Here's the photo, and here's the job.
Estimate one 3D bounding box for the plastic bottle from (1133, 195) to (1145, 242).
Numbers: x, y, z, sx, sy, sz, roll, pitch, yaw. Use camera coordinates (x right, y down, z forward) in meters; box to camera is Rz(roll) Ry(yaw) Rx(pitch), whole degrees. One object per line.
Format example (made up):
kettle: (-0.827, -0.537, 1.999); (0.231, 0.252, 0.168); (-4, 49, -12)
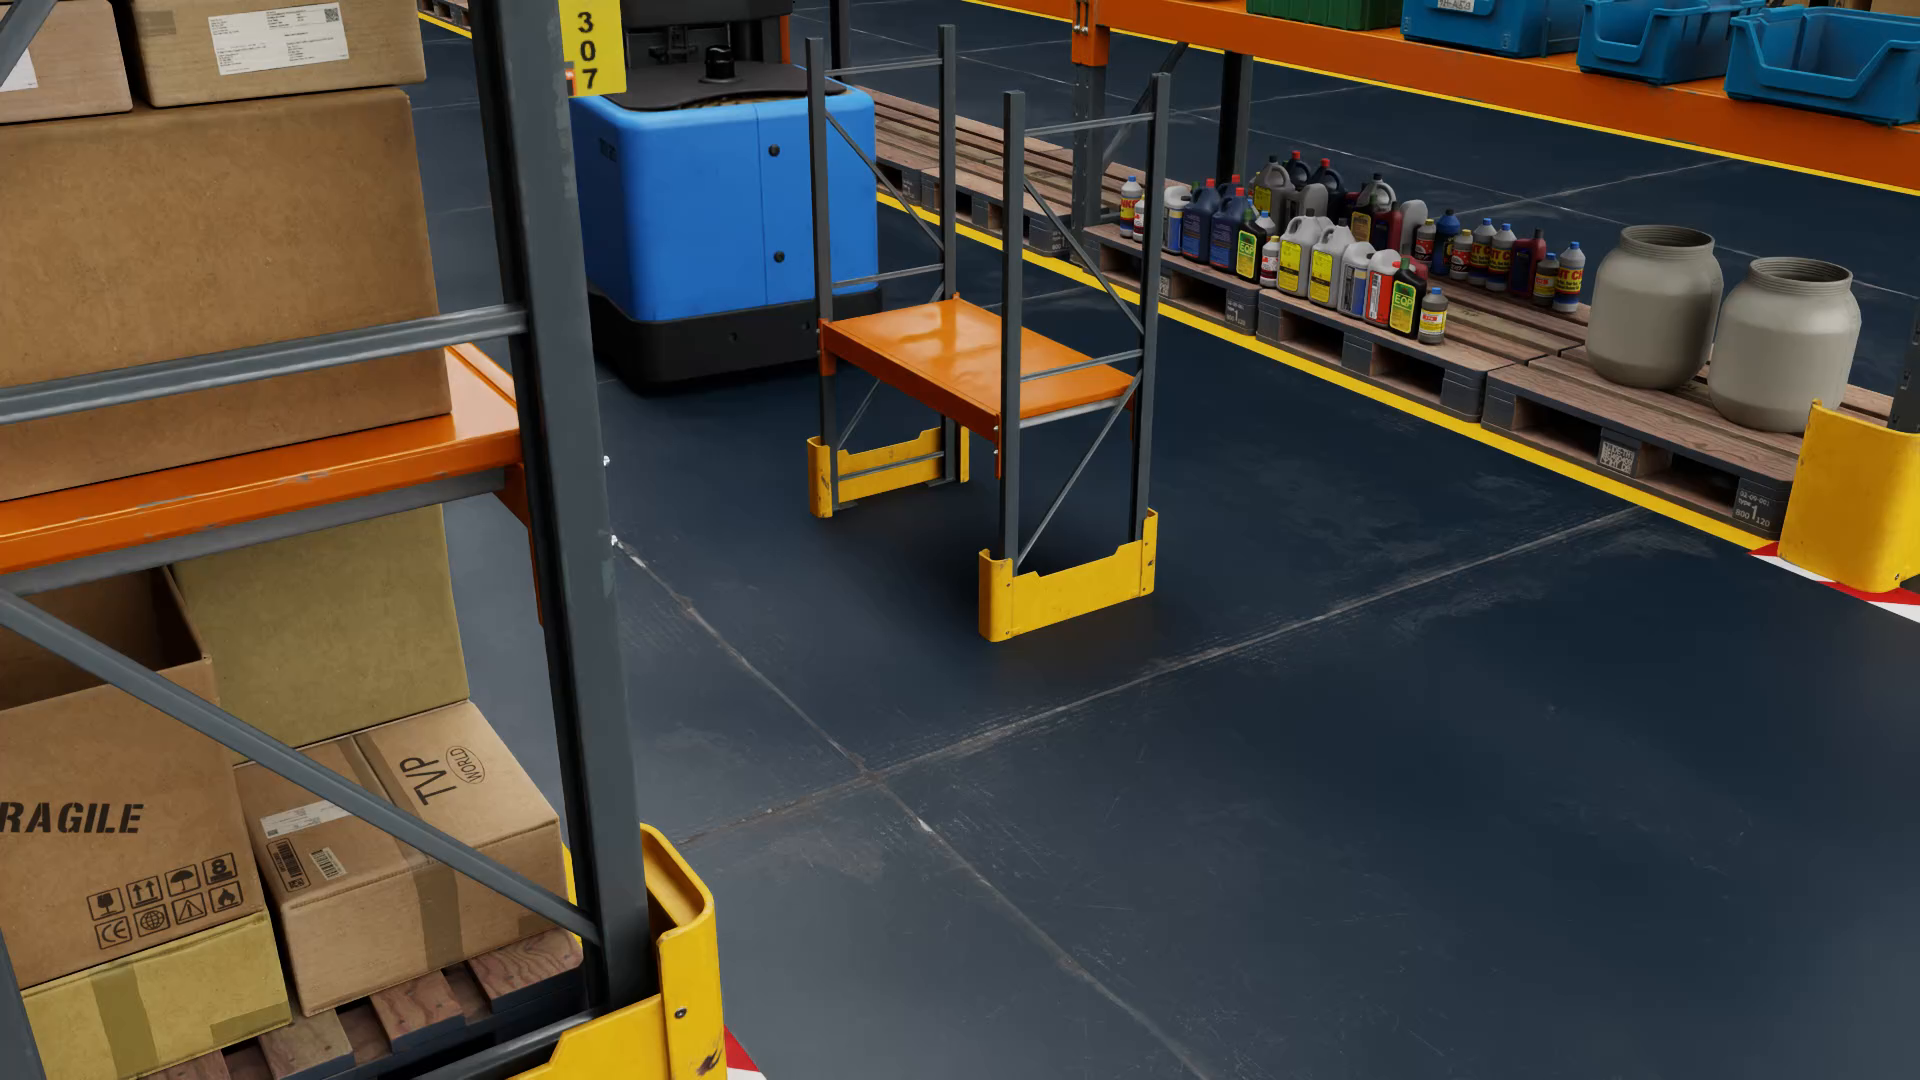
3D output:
plastic bottle: (0.847, -1.482, 7.638); (0.097, 0.201, 0.097); (0, 25, 0)

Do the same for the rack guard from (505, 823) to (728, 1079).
rack guard: (-0.970, 0.922, 2.712); (1.175, 0.500, 0.348); (-16, 29, -30)

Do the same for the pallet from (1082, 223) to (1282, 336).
pallet: (1.317, -1.290, 7.735); (1.003, 0.211, 1.213); (-16, 29, -30)

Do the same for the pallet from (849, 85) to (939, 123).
pallet: (-0.808, -2.684, 10.689); (1.003, 0.211, 1.213); (-16, 29, -30)

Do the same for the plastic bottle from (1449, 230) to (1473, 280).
plastic bottle: (2.144, -1.219, 7.080); (0.097, 0.201, 0.097); (0, 25, 0)

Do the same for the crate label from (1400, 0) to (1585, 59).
crate label: (1.937, -1.981, 5.892); (0.502, 0.435, 0.616); (-16, 29, -30)

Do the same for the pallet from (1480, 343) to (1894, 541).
pallet: (2.649, -0.417, 5.886); (1.003, 0.211, 1.213); (-16, 29, -30)

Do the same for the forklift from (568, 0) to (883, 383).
forklift: (-1.430, -2.522, 7.159); (1.130, 2.935, 3.031); (-12, 28, -24)

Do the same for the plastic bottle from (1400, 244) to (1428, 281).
plastic bottle: (1.773, -1.017, 6.557); (0.061, 0.283, 0.133); (-16, 29, -30)

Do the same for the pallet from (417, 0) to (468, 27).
pallet: (-4.486, -5.092, 15.789); (1.003, 0.211, 1.213); (-16, 29, -30)

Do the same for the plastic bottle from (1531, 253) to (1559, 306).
plastic bottle: (2.384, -1.062, 6.748); (0.097, 0.201, 0.097); (0, 25, 0)

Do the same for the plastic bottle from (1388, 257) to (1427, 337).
plastic bottle: (1.720, -0.933, 6.379); (0.061, 0.283, 0.133); (-15, 29, -28)

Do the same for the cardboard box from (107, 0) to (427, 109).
cardboard box: (-1.017, -0.746, 2.440); (0.380, 0.149, 0.250); (-16, 30, -30)

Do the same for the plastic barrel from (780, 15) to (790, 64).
plastic barrel: (-1.480, -3.611, 11.436); (0.600, 0.830, 0.708); (-16, 29, -30)

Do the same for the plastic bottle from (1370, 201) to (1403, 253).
plastic bottle: (1.856, -1.340, 7.241); (0.061, 0.283, 0.133); (-16, 29, -30)

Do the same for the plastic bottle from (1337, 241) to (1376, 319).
plastic bottle: (1.609, -1.038, 6.611); (0.152, 0.276, 0.135); (-16, 30, -31)

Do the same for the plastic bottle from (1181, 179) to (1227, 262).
plastic bottle: (1.078, -1.416, 7.324); (0.144, 0.351, 0.185); (-15, 29, -28)

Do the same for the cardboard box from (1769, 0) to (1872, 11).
cardboard box: (7.899, -5.127, 14.741); (1.050, 0.750, 0.750); (-15, 29, -29)

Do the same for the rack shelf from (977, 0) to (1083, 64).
rack shelf: (-0.107, -3.191, 9.338); (1.077, 0.370, 4.000); (-16, 29, -30)

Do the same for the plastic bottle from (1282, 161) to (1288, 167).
plastic bottle: (1.524, -1.676, 7.953); (0.061, 0.283, 0.133); (-14, 29, -27)

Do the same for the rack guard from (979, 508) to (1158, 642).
rack guard: (0.313, 0.092, 4.762); (0.587, 0.250, 0.087); (-16, 29, -30)

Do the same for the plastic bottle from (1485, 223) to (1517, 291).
plastic bottle: (2.253, -1.179, 6.914); (0.097, 0.271, 0.097); (0, 25, 0)

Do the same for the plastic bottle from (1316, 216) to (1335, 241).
plastic bottle: (1.524, -1.207, 6.967); (0.152, 0.276, 0.135); (-16, 29, -30)

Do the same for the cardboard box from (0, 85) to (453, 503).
cardboard box: (-1.228, -0.432, 2.535); (0.700, 0.500, 0.500); (-16, 29, -30)

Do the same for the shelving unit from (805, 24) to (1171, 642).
shelving unit: (0.042, -0.651, 4.872); (0.587, 1.500, 1.083); (-16, 29, -30)

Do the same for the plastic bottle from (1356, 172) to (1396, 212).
plastic bottle: (1.859, -1.454, 7.405); (0.144, 0.351, 0.185); (-16, 29, -30)

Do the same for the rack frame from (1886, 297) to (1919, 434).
rack frame: (3.169, -1.370, 4.638); (1.000, 3.000, 0.127); (-16, 29, -30)

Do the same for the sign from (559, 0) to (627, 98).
sign: (-0.515, -0.772, 2.264); (0.100, 0.325, 0.005); (-16, 29, -30)

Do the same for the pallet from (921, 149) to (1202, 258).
pallet: (0.524, -1.812, 8.840); (1.003, 0.211, 1.213); (-16, 29, -30)

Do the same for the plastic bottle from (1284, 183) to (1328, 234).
plastic bottle: (1.573, -1.493, 7.573); (0.152, 0.276, 0.135); (-16, 29, -30)

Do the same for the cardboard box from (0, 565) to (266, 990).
cardboard box: (-1.525, 0.375, 2.793); (0.500, 0.500, 0.500); (-16, 29, -30)

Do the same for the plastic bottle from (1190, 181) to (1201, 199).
plastic bottle: (1.080, -1.471, 7.519); (0.061, 0.283, 0.133); (-16, 29, -30)

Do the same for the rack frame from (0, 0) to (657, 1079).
rack frame: (-0.983, -0.217, 2.196); (1.000, 3.000, 0.127); (-16, 29, -30)

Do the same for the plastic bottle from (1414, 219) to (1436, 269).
plastic bottle: (2.032, -1.292, 7.236); (0.097, 0.201, 0.097); (0, 25, 0)

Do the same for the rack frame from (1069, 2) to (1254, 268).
rack frame: (0.985, -2.801, 7.669); (1.000, 3.000, 0.127); (-16, 29, -30)

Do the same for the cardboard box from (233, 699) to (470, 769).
cardboard box: (-1.366, 0.415, 3.587); (0.500, 0.250, 0.500); (-16, 29, -30)

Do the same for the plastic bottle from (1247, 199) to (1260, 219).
plastic bottle: (1.259, -1.357, 7.291); (0.097, 0.271, 0.097); (0, 25, 0)

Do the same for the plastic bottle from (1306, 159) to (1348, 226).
plastic bottle: (1.683, -1.570, 7.650); (0.144, 0.351, 0.185); (-17, 30, -32)

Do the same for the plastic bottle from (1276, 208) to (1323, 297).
plastic bottle: (1.413, -1.197, 6.859); (0.144, 0.351, 0.185); (-16, 30, -30)

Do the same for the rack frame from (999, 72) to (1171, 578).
rack frame: (0.324, -0.466, 4.480); (0.500, 1.500, 0.032); (-16, 29, -30)

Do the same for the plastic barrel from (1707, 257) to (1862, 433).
plastic barrel: (2.746, -0.653, 5.541); (0.421, 0.512, 0.421); (0, 25, 0)

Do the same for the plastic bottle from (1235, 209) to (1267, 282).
plastic bottle: (1.236, -1.250, 7.050); (0.061, 0.283, 0.133); (-14, 29, -27)

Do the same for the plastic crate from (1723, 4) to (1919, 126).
plastic crate: (2.645, -1.412, 4.902); (0.499, 0.251, 0.616); (-16, 29, -30)
